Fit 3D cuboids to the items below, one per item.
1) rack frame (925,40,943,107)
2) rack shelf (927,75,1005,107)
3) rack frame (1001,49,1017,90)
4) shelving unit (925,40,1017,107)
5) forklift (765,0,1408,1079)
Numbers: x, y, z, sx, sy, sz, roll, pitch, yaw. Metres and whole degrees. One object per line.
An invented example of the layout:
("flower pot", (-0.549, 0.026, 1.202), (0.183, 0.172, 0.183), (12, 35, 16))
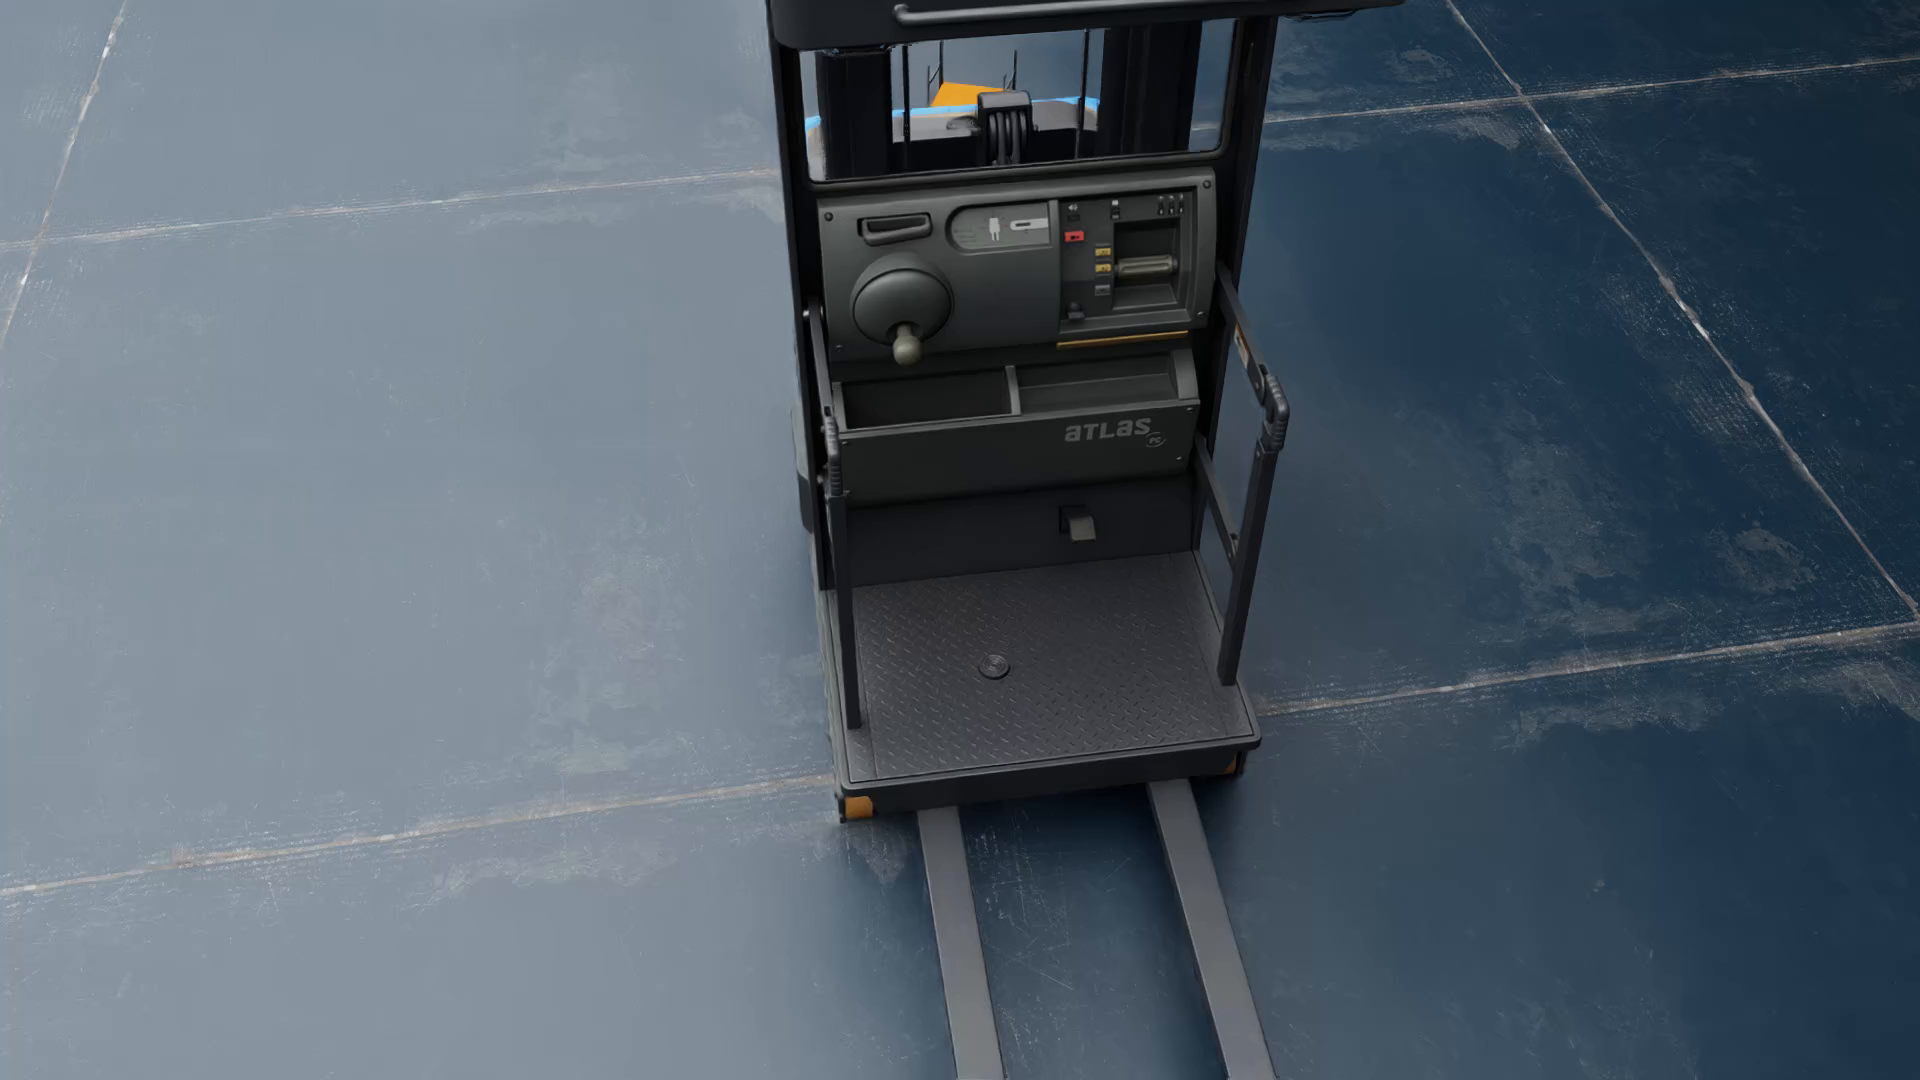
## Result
("rack frame", (-0.093, -1.149, 5.616), (0.008, 1.050, 0.200), (10, 41, 9))
("rack shelf", (0.032, -1.335, 5.417), (0.240, 0.259, 0.215), (10, 41, 9))
("rack frame", (0.144, -1.107, 5.576), (0.008, 1.050, 0.200), (10, 41, 9))
("shelving unit", (0.025, -1.128, 5.596), (0.252, 1.050, 0.215), (10, 41, 9))
("forklift", (0.174, -0.540, 3.735), (1.130, 2.935, 3.031), (-6, 46, -6))
